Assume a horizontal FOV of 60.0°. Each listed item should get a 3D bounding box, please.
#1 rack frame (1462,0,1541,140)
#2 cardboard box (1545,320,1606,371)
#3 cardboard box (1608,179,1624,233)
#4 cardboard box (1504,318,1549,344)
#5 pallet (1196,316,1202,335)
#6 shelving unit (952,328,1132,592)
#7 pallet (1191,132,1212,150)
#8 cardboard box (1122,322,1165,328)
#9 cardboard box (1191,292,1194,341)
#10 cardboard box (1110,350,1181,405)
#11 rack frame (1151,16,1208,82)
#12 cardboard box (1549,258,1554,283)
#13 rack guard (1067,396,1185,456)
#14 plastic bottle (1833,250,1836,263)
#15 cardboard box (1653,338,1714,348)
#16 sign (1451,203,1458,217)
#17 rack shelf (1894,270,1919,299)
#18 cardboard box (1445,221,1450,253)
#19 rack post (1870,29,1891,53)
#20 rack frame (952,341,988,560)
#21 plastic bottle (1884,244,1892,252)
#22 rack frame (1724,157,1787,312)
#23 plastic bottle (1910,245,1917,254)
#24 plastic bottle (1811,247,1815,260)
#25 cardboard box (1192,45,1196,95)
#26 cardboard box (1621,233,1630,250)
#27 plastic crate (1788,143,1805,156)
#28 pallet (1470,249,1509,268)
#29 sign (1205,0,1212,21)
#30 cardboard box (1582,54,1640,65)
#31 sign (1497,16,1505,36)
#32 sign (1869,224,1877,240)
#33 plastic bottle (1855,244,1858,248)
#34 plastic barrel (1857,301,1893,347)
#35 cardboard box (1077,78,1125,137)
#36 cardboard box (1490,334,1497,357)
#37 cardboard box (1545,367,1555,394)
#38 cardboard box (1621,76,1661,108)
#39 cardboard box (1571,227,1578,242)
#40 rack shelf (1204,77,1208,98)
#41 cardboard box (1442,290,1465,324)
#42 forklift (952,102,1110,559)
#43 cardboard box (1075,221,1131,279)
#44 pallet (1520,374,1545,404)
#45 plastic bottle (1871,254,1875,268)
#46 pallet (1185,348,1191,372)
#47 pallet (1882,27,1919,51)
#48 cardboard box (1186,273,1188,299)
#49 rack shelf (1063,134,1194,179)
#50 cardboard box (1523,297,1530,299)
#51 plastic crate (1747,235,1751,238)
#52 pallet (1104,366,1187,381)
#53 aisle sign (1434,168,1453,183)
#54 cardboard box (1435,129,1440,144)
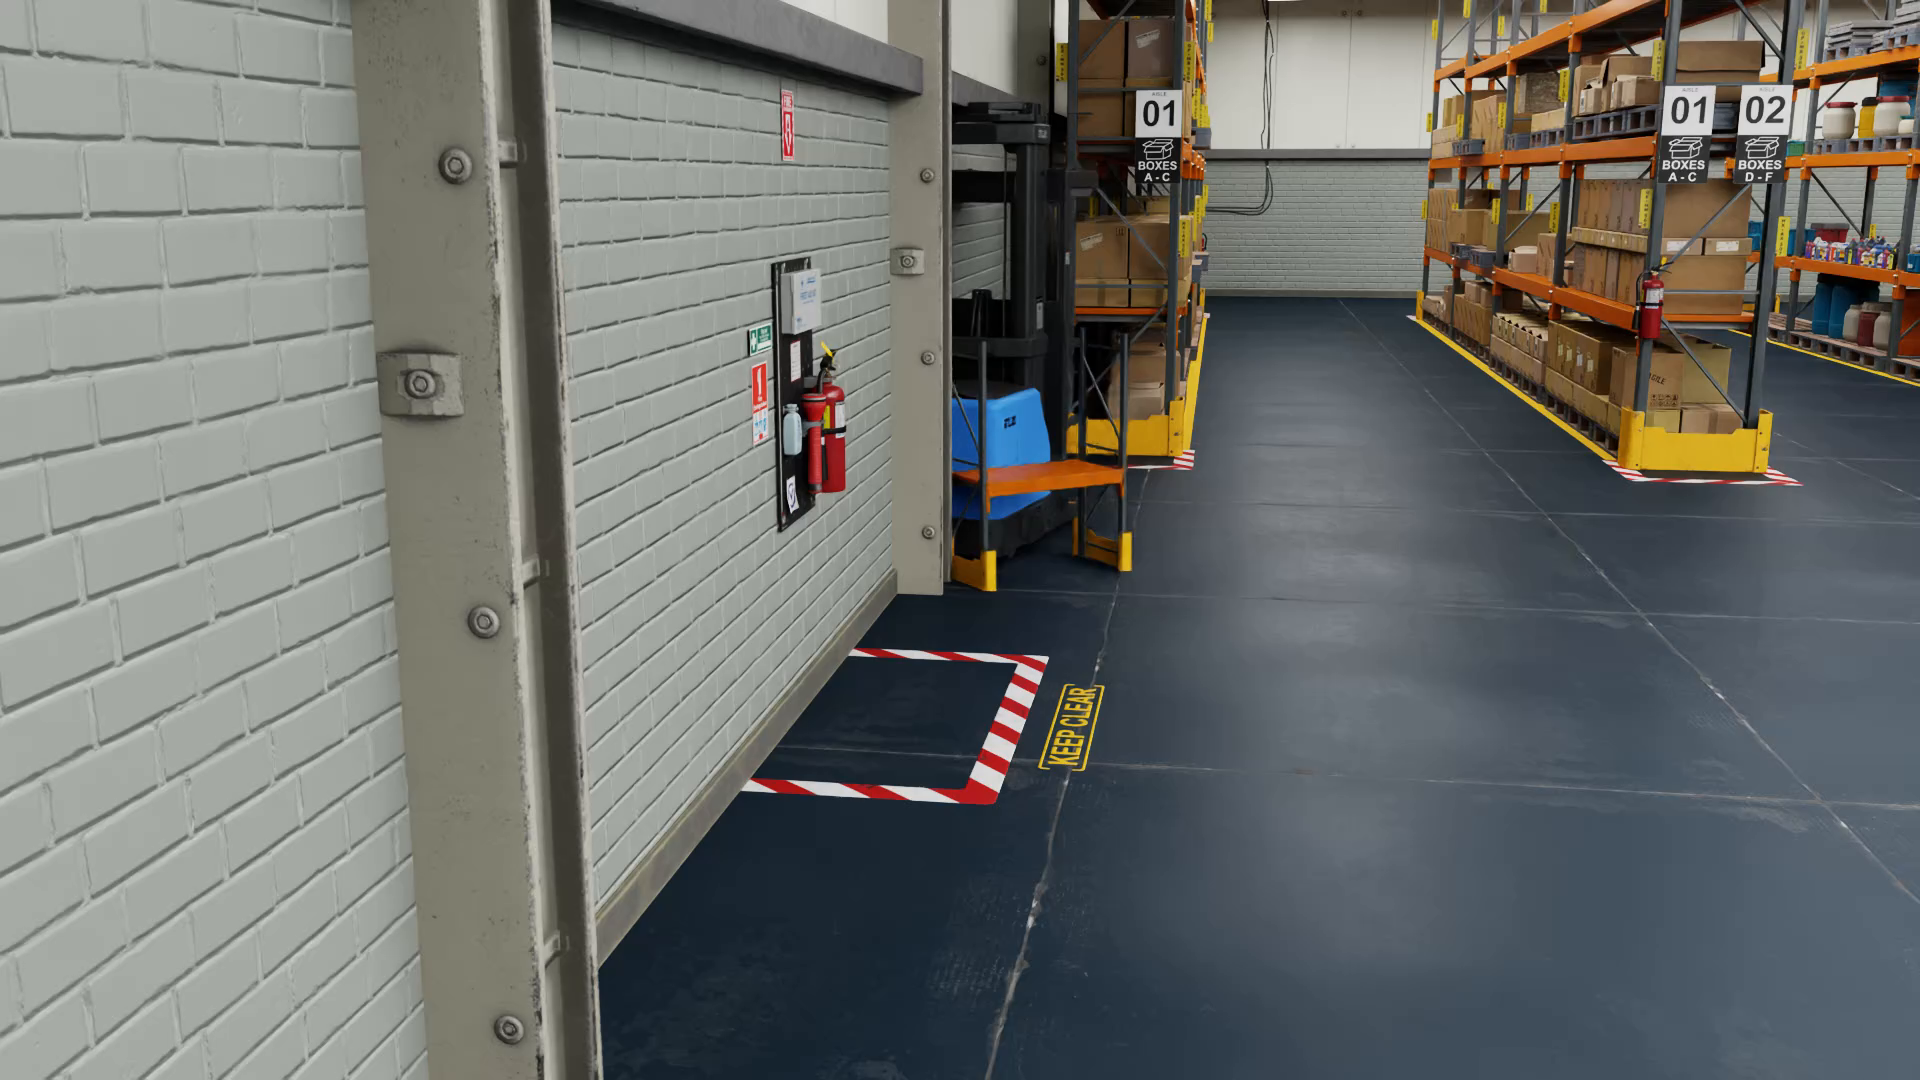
[{"bbox_3d":[8.179,-7.528,25.066,1.000,3.000,0.127,2,12,9],"label":"rack frame"},{"bbox_3d":[6.568,-2.072,17.736,0.500,0.500,0.500,2,12,9],"label":"cardboard box"},{"bbox_3d":[6.656,-3.207,15.940,0.700,0.500,0.500,2,12,9],"label":"cardboard box"},{"bbox_3d":[7.040,-2.583,20.558,0.500,0.311,0.500,2,12,7],"label":"cardboard box"},{"bbox_3d":[3.478,-3.548,27.456,1.003,0.211,1.213,2,12,9],"label":"pallet"},{"bbox_3d":[0.475,-0.529,10.365,1.083,1.500,0.587,-7,14,-29],"label":"shelving unit"},{"bbox_3d":[2.410,-4.806,19.998,1.213,0.211,1.003,2,12,9],"label":"pallet"},{"bbox_3d":[2.215,-2.695,19.989,0.500,0.250,0.500,2,12,7],"label":"cardboard box"},{"bbox_3d":[2.912,-3.226,23.448,0.750,0.750,0.750,2,12,8],"label":"cardboard box"},{"bbox_3d":[1.884,-1.661,16.972,0.700,0.500,0.500,1,12,5],"label":"cardboard box"},{"bbox_3d":[3.899,-8.521,29.671,1.000,3.000,0.127,2,12,9],"label":"rack frame"},{"bbox_3d":[6.903,-3.054,18.862,0.396,0.266,0.258,2,12,7],"label":"cardboard box"},{"bbox_3d":[1.450,-1.051,15.185,1.175,0.500,0.348,2,12,9],"label":"rack guard"},{"bbox_3d":[12.438,-4.037,23.579,0.097,0.201,0.097,0,12,0],"label":"plastic bottle"},{"bbox_3d":[6.775,-1.638,15.726,0.500,0.500,0.500,2,12,9],"label":"cardboard box"},{"bbox_3d":[7.642,-5.035,25.681,0.100,0.325,0.005,2,12,9],"label":"sign"},{"bbox_3d":[12.151,-2.834,19.230,1.077,0.370,4.000,2,12,9],"label":"rack shelf"},{"bbox_3d":[8.081,-4.864,26.707,0.500,0.500,0.500,2,12,10],"label":"cardboard box"},{"bbox_3d":[12.888,-6.697,22.396,0.937,0.300,0.954,3,13,15],"label":"rack post"},{"bbox_3d":[0.026,-0.472,10.115,0.032,1.500,0.500,-7,14,-29],"label":"rack frame"},{"bbox_3d":[13.016,-4.022,23.341,0.097,0.271,0.097,0,12,0],"label":"plastic bottle"},{"bbox_3d":[13.689,-5.267,28.813,1.000,3.000,0.127,2,12,9],"label":"rack frame"},{"bbox_3d":[13.057,-3.909,22.808,0.152,0.276,0.135,2,12,9],"label":"plastic bottle"},{"bbox_3d":[12.575,-4.222,24.438,0.097,0.201,0.097,0,12,0],"label":"plastic bottle"},{"bbox_3d":[2.170,-4.876,17.219,0.500,0.500,0.500,3,12,12],"label":"cardboard box"},{"bbox_3d":[6.363,-2.764,15.422,0.380,0.149,0.250,2,12,10],"label":"cardboard box"},{"bbox_3d":[12.840,-5.895,25.111,0.450,0.188,0.662,2,12,9],"label":"plastic crate"},{"bbox_3d":[7.599,-3.813,22.520,1.213,0.211,1.003,2,12,9],"label":"pallet"},{"bbox_3d":[3.822,-8.168,25.630,0.100,0.325,0.005,2,12,9],"label":"sign"},{"bbox_3d":[7.083,-5.022,18.137,0.500,0.500,0.500,2,12,9],"label":"cardboard box"},{"bbox_3d":[9.340,-8.873,28.712,0.100,0.325,0.005,2,12,9],"label":"sign"},{"bbox_3d":[13.617,-4.552,24.836,0.100,0.325,0.005,2,12,9],"label":"sign"},{"bbox_3d":[12.384,-3.945,22.955,0.061,0.283,0.133,2,12,9],"label":"plastic bottle"},{"bbox_3d":[12.690,-2.966,22.862,0.600,0.588,0.708,2,12,9],"label":"plastic barrel"},{"bbox_3d":[1.253,-3.877,14.961,0.500,0.500,0.500,3,12,13],"label":"cardboard box"},{"bbox_3d":[7.194,-2.525,21.618,0.500,0.250,0.500,2,12,8],"label":"cardboard box"},{"bbox_3d":[6.578,-1.705,17.814,0.500,0.250,0.500,2,12,9],"label":"cardboard box"},{"bbox_3d":[6.250,-4.013,14.900,0.500,0.250,0.500,2,12,9],"label":"cardboard box"},{"bbox_3d":[6.716,-3.247,17.661,0.380,0.149,0.250,2,12,9],"label":"cardboard box"},{"bbox_3d":[3.592,-7.557,27.857,1.077,0.370,4.000,2,12,9],"label":"rack shelf"},{"bbox_3d":[7.987,-3.717,26.508,0.500,0.500,0.500,2,12,9],"label":"cardboard box"},{"bbox_3d":[0.325,-1.580,11.867,1.130,2.935,3.031,5,13,21],"label":"forklift"},{"bbox_3d":[1.301,-2.665,15.270,0.500,0.500,0.500,2,12,8],"label":"cardboard box"},{"bbox_3d":[7.024,-1.722,18.982,1.003,0.211,1.213,2,12,9],"label":"pallet"},{"bbox_3d":[12.215,-3.735,22.176,0.097,0.201,0.097,0,12,0],"label":"plastic bottle"},{"bbox_3d":[2.547,-2.397,22.115,1.003,0.211,1.213,2,12,9],"label":"pallet"},{"bbox_3d":[12.600,-6.396,21.208,1.213,0.211,1.003,2,12,9],"label":"pallet"},{"bbox_3d":[1.977,-2.500,16.280,0.500,0.250,0.500,2,12,8],"label":"cardboard box"},{"bbox_3d":[1.746,-3.788,16.540,1.077,0.370,4.000,2,12,9],"label":"rack shelf"},{"bbox_3d":[8.302,-3.374,24.919,0.500,0.500,0.500,2,12,9],"label":"cardboard box"},{"bbox_3d":[13.123,-4.900,27.364,0.416,0.233,0.300,2,12,9],"label":"plastic crate"},{"bbox_3d":[2.172,-1.889,19.758,1.003,0.211,1.213,2,12,9],"label":"pallet"},{"bbox_3d":[8.515,-6.723,29.398,0.394,0.787,0.004,2,12,9],"label":"aisle sign"},{"bbox_3d":[8.375,-6.863,28.270,0.500,0.250,0.500,2,12,9],"label":"cardboard box"}]
